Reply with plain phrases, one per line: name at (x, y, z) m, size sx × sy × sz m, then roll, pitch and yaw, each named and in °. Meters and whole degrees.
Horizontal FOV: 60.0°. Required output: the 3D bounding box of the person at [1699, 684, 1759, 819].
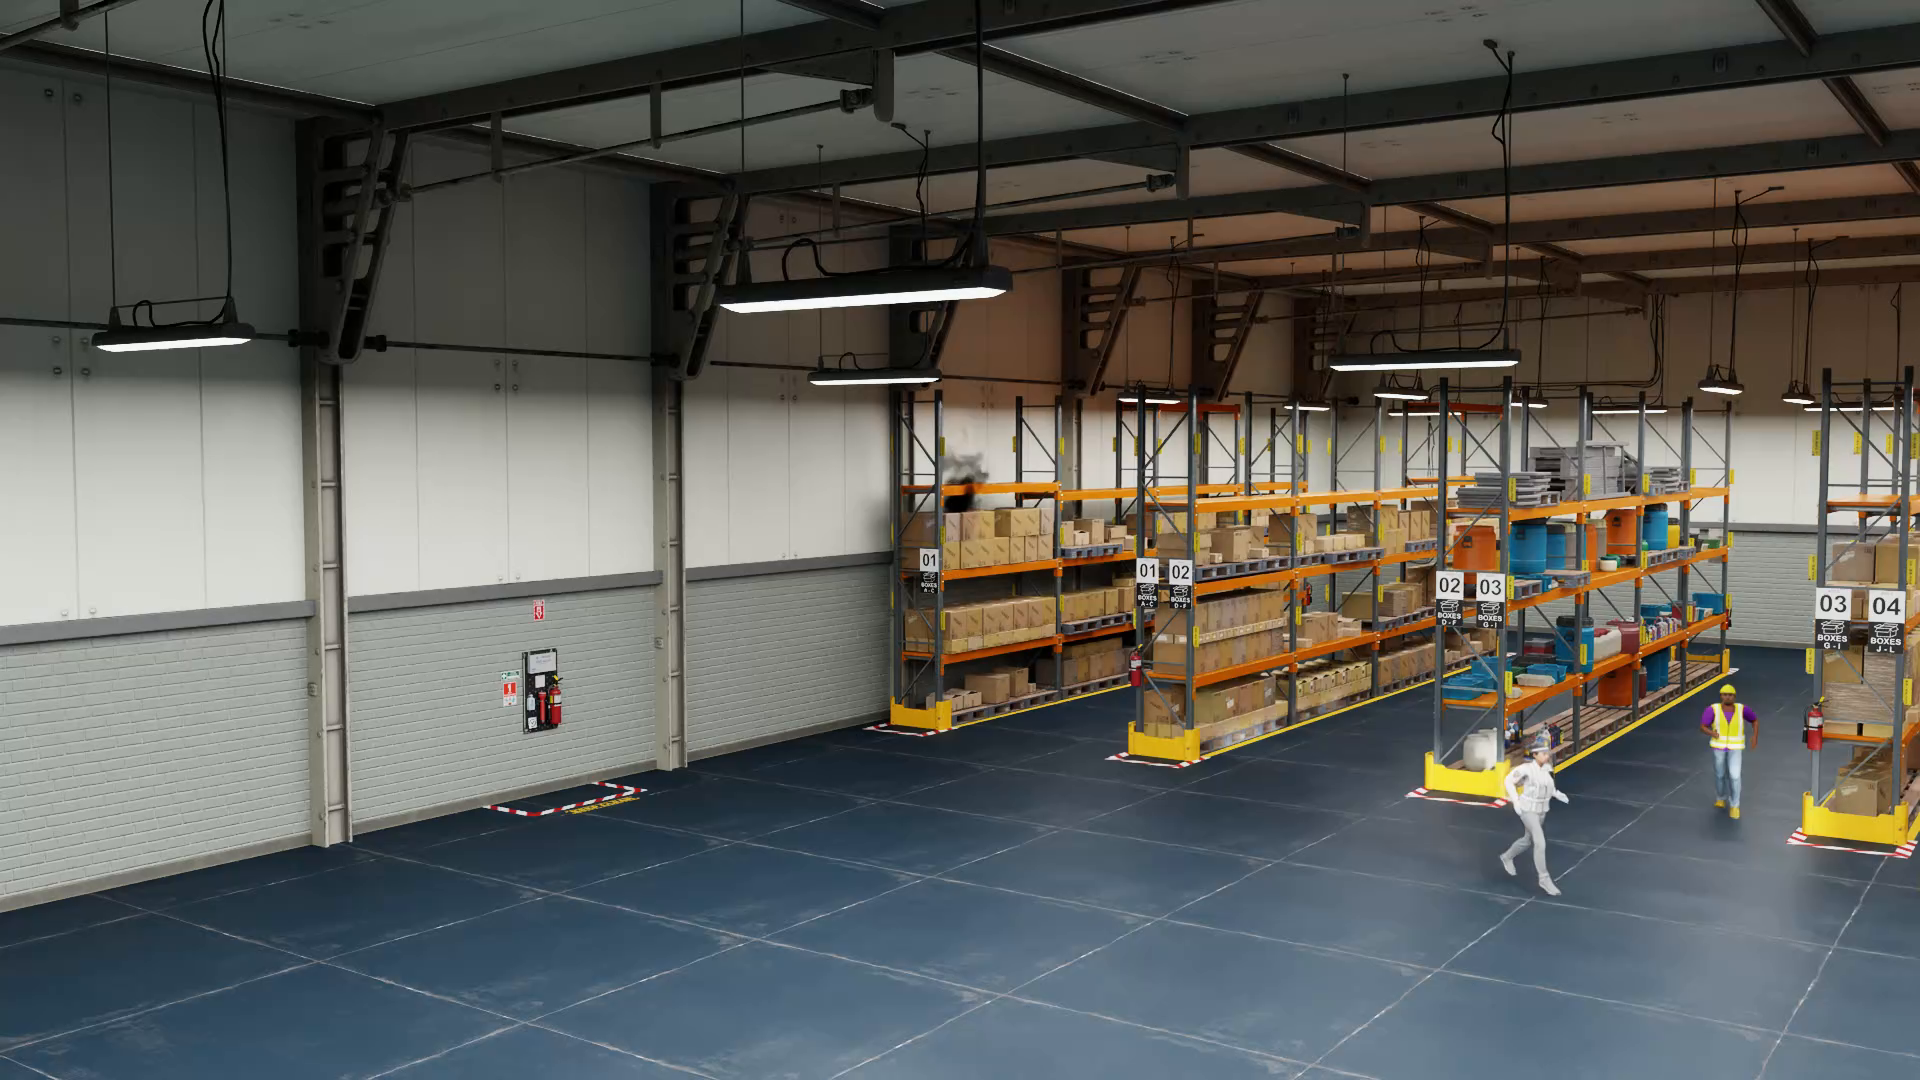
person at (10.417, 2.870, 22.550) m, size 0.726 × 1.840 × 0.744 m, roll 2°, pitch 4°, yaw 26°

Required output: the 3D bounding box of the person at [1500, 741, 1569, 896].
person at (6.498, 3.097, 18.901) m, size 0.570 × 1.702 × 0.910 m, roll -2°, pitch 4°, yaw -31°
